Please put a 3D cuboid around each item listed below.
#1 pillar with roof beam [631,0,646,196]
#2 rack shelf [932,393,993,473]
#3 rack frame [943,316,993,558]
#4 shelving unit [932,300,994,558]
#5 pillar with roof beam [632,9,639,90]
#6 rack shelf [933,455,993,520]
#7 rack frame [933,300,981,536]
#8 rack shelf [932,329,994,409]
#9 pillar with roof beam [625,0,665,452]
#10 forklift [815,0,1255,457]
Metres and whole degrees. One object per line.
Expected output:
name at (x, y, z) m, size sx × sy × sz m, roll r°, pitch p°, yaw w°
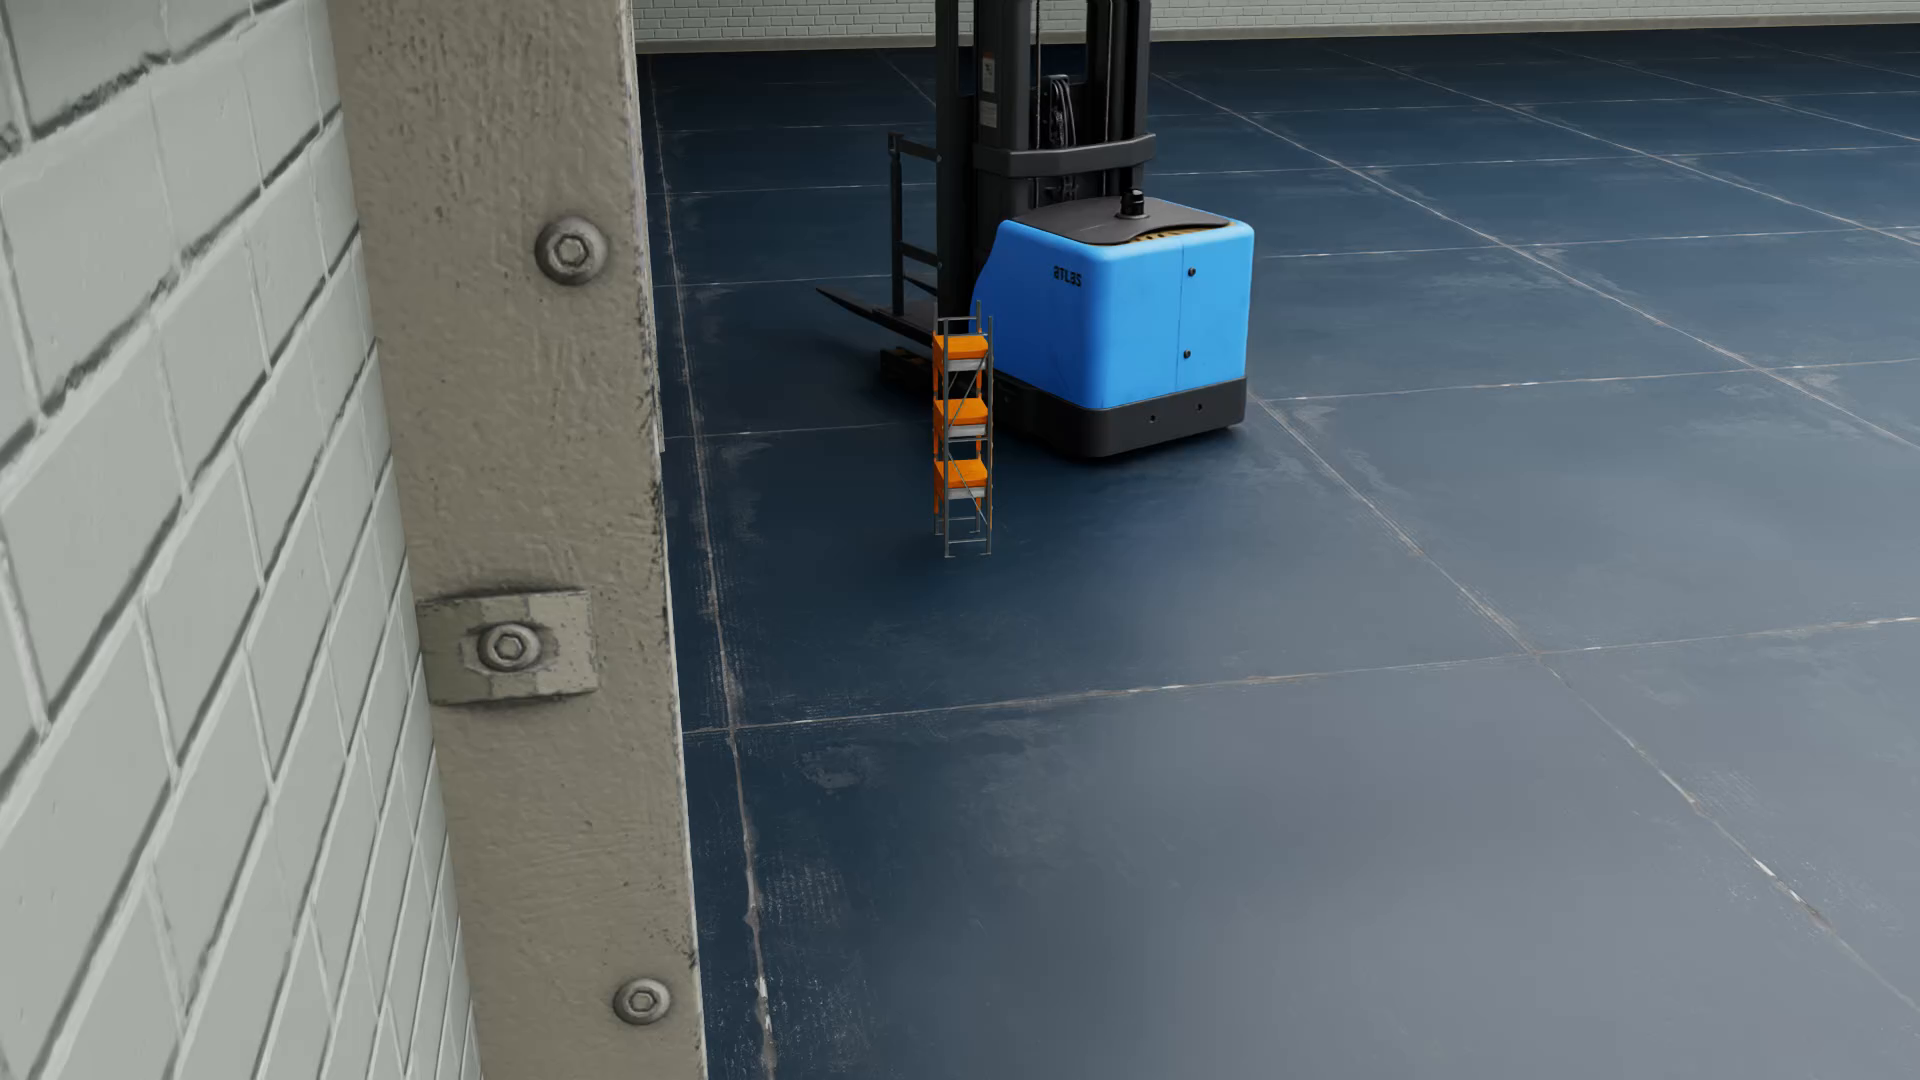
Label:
pillar with roof beam at (1.467, -7.307, 12.738) m, size 9.100 × 9.000 × 0.400 m, roll -4°, pitch 24°, yaw -10°
rack shelf at (0.010, -0.450, 6.996) m, size 0.215 × 0.259 × 0.240 m, roll -4°, pitch 24°, yaw -10°
rack frame at (0.032, -0.412, 6.882) m, size 0.200 × 1.050 × 0.008 m, roll -4°, pitch 24°, yaw -10°
shelving unit at (0.010, -0.460, 6.992) m, size 0.215 × 1.050 × 0.252 m, roll -4°, pitch 24°, yaw -10°
pillar with roof beam at (0.357, -9.667, 18.141) m, size 9.100 × 9.000 × 0.400 m, roll -4°, pitch 24°, yaw -10°
rack shelf at (0.010, -0.196, 7.107) m, size 0.215 × 0.259 × 0.240 m, roll -4°, pitch 24°, yaw -10°
rack frame at (-0.013, -0.508, 7.102) m, size 0.200 × 1.050 × 0.008 m, roll -4°, pitch 24°, yaw -10°
rack shelf at (0.010, -0.710, 6.882) m, size 0.215 × 0.259 × 0.240 m, roll -4°, pitch 24°, yaw -10°
pillar with roof beam at (2.576, -4.947, 7.334) m, size 9.100 × 9.000 × 0.400 m, roll -4°, pitch 24°, yaw -10°
forklift at (0.217, -2.276, 8.800) m, size 1.130 × 2.935 × 3.031 m, roll -15°, pitch 28°, yaw -31°
